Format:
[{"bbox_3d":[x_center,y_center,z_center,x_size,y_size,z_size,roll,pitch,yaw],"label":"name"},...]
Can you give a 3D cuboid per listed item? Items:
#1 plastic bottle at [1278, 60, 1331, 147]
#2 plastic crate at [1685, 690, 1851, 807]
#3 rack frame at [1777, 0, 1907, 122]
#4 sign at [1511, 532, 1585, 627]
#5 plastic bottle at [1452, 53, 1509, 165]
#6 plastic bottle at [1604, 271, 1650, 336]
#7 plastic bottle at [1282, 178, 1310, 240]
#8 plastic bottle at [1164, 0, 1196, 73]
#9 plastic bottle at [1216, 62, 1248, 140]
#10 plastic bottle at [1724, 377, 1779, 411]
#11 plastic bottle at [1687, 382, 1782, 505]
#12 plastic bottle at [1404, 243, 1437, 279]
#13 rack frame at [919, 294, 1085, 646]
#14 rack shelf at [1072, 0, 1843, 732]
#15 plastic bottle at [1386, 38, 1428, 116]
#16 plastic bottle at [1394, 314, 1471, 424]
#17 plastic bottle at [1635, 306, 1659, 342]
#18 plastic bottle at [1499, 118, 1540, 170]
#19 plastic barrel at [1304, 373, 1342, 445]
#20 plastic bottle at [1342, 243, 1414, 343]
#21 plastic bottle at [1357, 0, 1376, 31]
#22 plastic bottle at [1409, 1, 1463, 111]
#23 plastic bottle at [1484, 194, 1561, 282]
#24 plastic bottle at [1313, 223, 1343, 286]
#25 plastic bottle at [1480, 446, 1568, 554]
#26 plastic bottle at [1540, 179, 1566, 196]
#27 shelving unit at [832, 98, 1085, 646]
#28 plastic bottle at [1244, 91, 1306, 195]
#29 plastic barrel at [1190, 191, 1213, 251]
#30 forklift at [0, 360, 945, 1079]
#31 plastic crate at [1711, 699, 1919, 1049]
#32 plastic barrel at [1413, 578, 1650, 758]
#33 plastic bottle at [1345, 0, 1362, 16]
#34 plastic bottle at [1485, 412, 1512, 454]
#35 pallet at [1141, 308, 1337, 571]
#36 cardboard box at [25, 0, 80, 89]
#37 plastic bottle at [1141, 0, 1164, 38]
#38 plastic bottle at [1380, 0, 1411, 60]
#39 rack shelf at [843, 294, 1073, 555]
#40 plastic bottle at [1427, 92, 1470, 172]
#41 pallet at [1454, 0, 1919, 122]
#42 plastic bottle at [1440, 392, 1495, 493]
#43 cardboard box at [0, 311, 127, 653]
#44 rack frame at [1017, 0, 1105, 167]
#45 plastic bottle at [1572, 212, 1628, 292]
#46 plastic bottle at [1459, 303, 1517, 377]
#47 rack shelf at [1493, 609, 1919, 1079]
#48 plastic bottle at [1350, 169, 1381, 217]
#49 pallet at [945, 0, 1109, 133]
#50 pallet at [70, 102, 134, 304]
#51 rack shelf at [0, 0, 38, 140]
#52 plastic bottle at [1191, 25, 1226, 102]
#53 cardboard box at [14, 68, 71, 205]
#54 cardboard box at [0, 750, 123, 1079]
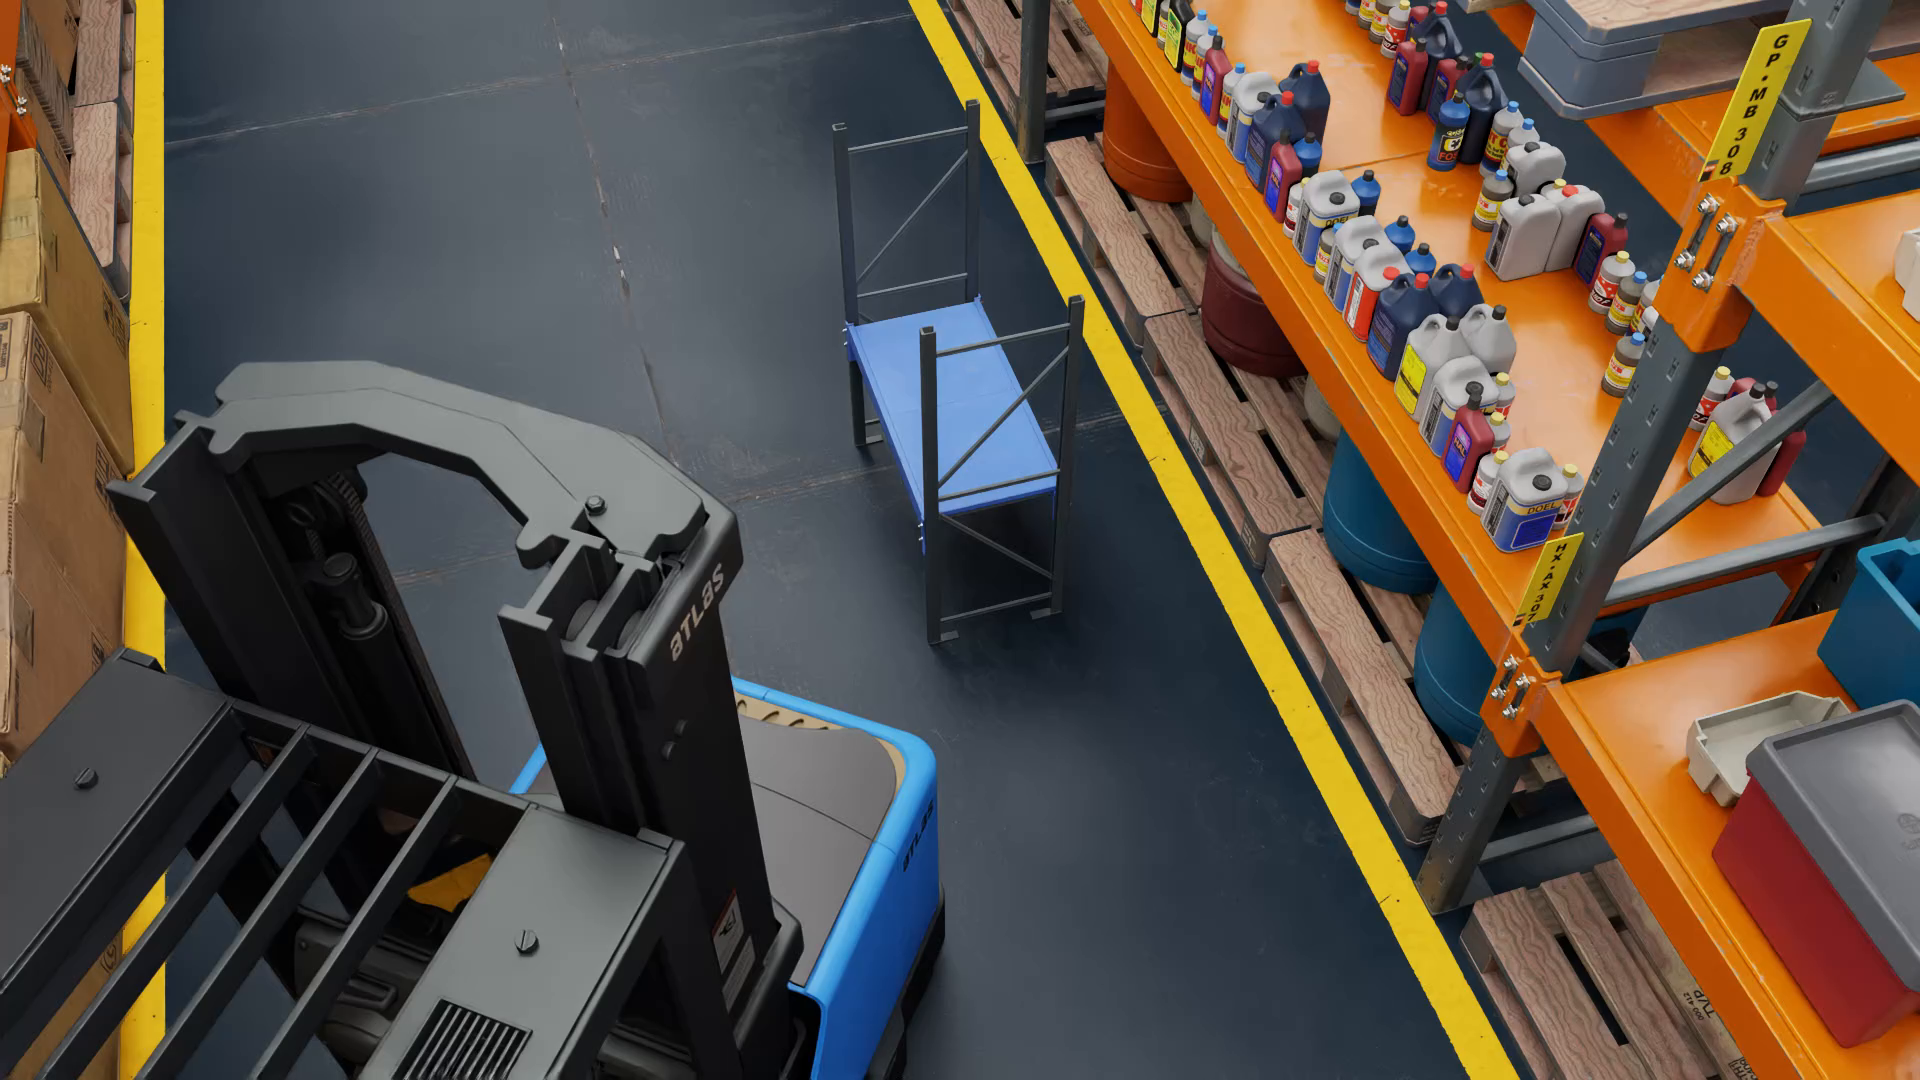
[{"bbox_3d":[1.141,-1.453,5.545,0.144,0.351,0.185,-13,51,-11],"label":"plastic bottle"},{"bbox_3d":[1.947,0.503,3.997,0.396,0.136,0.243,-13,51,-11],"label":"plastic crate"},{"bbox_3d":[1.946,-1.868,1.939,1.000,3.000,0.127,-13,51,-11],"label":"rack frame"},{"bbox_3d":[1.420,0.099,4.023,0.100,0.325,0.005,-13,51,-11],"label":"sign"},{"bbox_3d":[1.730,-1.448,5.541,0.144,0.351,0.185,-13,51,-11],"label":"plastic bottle"},{"bbox_3d":[2.028,-0.724,5.028,0.097,0.201,0.097,0,50,0],"label":"plastic bottle"},{"bbox_3d":[1.095,-1.067,5.317,0.097,0.201,0.097,0,50,0],"label":"plastic bottle"},{"bbox_3d":[0.783,-1.815,5.894,0.061,0.283,0.133,-13,51,-11],"label":"plastic bottle"},{"bbox_3d":[0.932,-1.491,5.629,0.097,0.271,0.097,0,50,0],"label":"plastic bottle"},{"bbox_3d":[2.206,-0.359,4.667,0.061,0.283,0.133,-13,51,-11],"label":"plastic bottle"},{"bbox_3d":[2.140,-0.278,4.555,0.144,0.351,0.185,-13,51,-11],"label":"plastic bottle"},{"bbox_3d":[1.377,-0.785,5.034,0.097,0.271,0.097,0,50,0],"label":"plastic bottle"},{"bbox_3d":[0.125,-0.174,5.416,0.500,1.500,0.032,-13,51,-11],"label":"rack frame"},{"bbox_3d":[1.355,-1.163,5.739,1.077,0.370,4.000,-13,51,-11],"label":"rack shelf"},{"bbox_3d":[1.545,-1.617,5.728,0.061,0.283,0.133,-13,51,-11],"label":"plastic bottle"},{"bbox_3d":[1.362,-0.516,4.755,0.144,0.351,0.185,-13,51,-11],"label":"plastic bottle"},{"bbox_3d":[2.065,-0.586,4.863,0.152,0.276,0.135,-13,51,-11],"label":"plastic bottle"},{"bbox_3d":[1.823,-1.254,5.429,0.097,0.271,0.097,0,50,0],"label":"plastic bottle"},{"bbox_3d":[1.510,-0.619,6.162,0.421,0.512,0.421,0,50,0],"label":"plastic barrel"},{"bbox_3d":[1.264,-0.744,4.997,0.152,0.276,0.135,-13,51,-11],"label":"plastic bottle"},{"bbox_3d":[1.519,-1.980,6.088,0.097,0.201,0.097,0,50,0],"label":"plastic bottle"},{"bbox_3d":[1.636,-1.681,5.737,0.144,0.351,0.185,-13,51,-11],"label":"plastic bottle"},{"bbox_3d":[1.754,-0.961,5.179,0.152,0.276,0.135,-13,51,-11],"label":"plastic bottle"},{"bbox_3d":[1.163,-0.897,5.174,0.097,0.201,0.097,0,50,0],"label":"plastic bottle"},{"bbox_3d":[1.521,-0.109,4.461,0.152,0.276,0.135,-13,51,-11],"label":"plastic bottle"},{"bbox_3d":[1.891,-1.062,5.313,0.097,0.201,0.097,0,50,0],"label":"plastic bottle"},{"bbox_3d":[-0.025,-0.546,5.729,0.538,1.500,1.048,-13,51,-11],"label":"shelving unit"},{"bbox_3d":[1.036,-1.320,5.434,0.144,0.351,0.185,-13,51,-11],"label":"plastic bottle"},{"bbox_3d":[1.177,-1.444,6.858,0.421,0.512,0.421,0,50,0],"label":"plastic barrel"},{"bbox_3d":[-1.043,1.206,3.316,1.130,2.935,3.031,16,52,13],"label":"forklift"},{"bbox_3d":[1.971,0.734,3.588,0.402,0.464,0.583,-13,51,-11],"label":"plastic crate"},{"bbox_3d":[1.801,0.205,5.213,0.600,0.901,0.708,-13,51,-11],"label":"plastic barrel"},{"bbox_3d":[1.490,-2.074,6.121,0.097,0.271,0.097,0,50,0],"label":"plastic bottle"},{"bbox_3d":[1.479,-0.275,4.650,0.097,0.201,0.097,0,50,0],"label":"plastic bottle"},{"bbox_3d":[1.393,-0.501,6.535,1.003,0.211,1.213,-13,51,-11],"label":"pallet"},{"bbox_3d":[-4.536,-2.372,7.635,0.700,0.500,0.500,-9,51,-8],"label":"cardboard box"},{"bbox_3d":[0.715,-1.983,6.036,0.061,0.283,0.133,-13,51,-11],"label":"plastic bottle"},{"bbox_3d":[1.577,-1.838,5.968,0.097,0.201,0.097,0,50,0],"label":"plastic bottle"},{"bbox_3d":[-0.025,-0.430,5.867,0.538,0.185,1.000,-13,51,-11],"label":"rack shelf"},{"bbox_3d":[1.627,-1.363,5.522,0.097,0.271,0.097,0,50,0],"label":"plastic bottle"},{"bbox_3d":[1.621,-1.391,3.622,1.213,0.211,1.003,-13,51,-11],"label":"pallet"},{"bbox_3d":[1.409,-0.270,4.592,0.061,0.283,0.133,-13,51,-11],"label":"plastic bottle"},{"bbox_3d":[-3.528,-0.025,5.424,1.225,0.875,0.875,-13,51,-11],"label":"cardboard box"},{"bbox_3d":[0.763,-2.856,6.696,1.000,3.000,0.127,-13,51,-11],"label":"rack frame"},{"bbox_3d":[1.983,-0.910,5.131,0.061,0.283,0.133,-13,51,-11],"label":"plastic bottle"},{"bbox_3d":[1.499,-0.549,4.783,0.144,0.351,0.185,-13,51,-11],"label":"plastic bottle"},{"bbox_3d":[2.538,1.758,3.276,1.077,0.370,4.000,-13,51,-11],"label":"rack shelf"},{"bbox_3d":[1.269,-1.052,5.259,0.097,0.271,0.097,0,50,0],"label":"plastic bottle"},{"bbox_3d":[0.571,-2.532,8.246,1.003,0.211,1.213,-13,51,-11],"label":"pallet"},{"bbox_3d":[-4.198,-1.408,7.299,1.003,0.211,1.213,-13,51,-11],"label":"pallet"},{"bbox_3d":[-4.560,-2.965,7.258,1.077,0.370,4.000,-13,51,-11],"label":"rack shelf"},{"bbox_3d":[0.864,-1.659,5.771,0.097,0.271,0.097,0,50,0],"label":"plastic bottle"},{"bbox_3d":[-4.185,-1.557,6.948,0.700,0.500,0.500,-16,52,-13],"label":"cardboard box"},{"bbox_3d":[-2.994,1.272,4.331,1.225,0.875,0.875,-13,51,-11],"label":"cardboard box"}]
